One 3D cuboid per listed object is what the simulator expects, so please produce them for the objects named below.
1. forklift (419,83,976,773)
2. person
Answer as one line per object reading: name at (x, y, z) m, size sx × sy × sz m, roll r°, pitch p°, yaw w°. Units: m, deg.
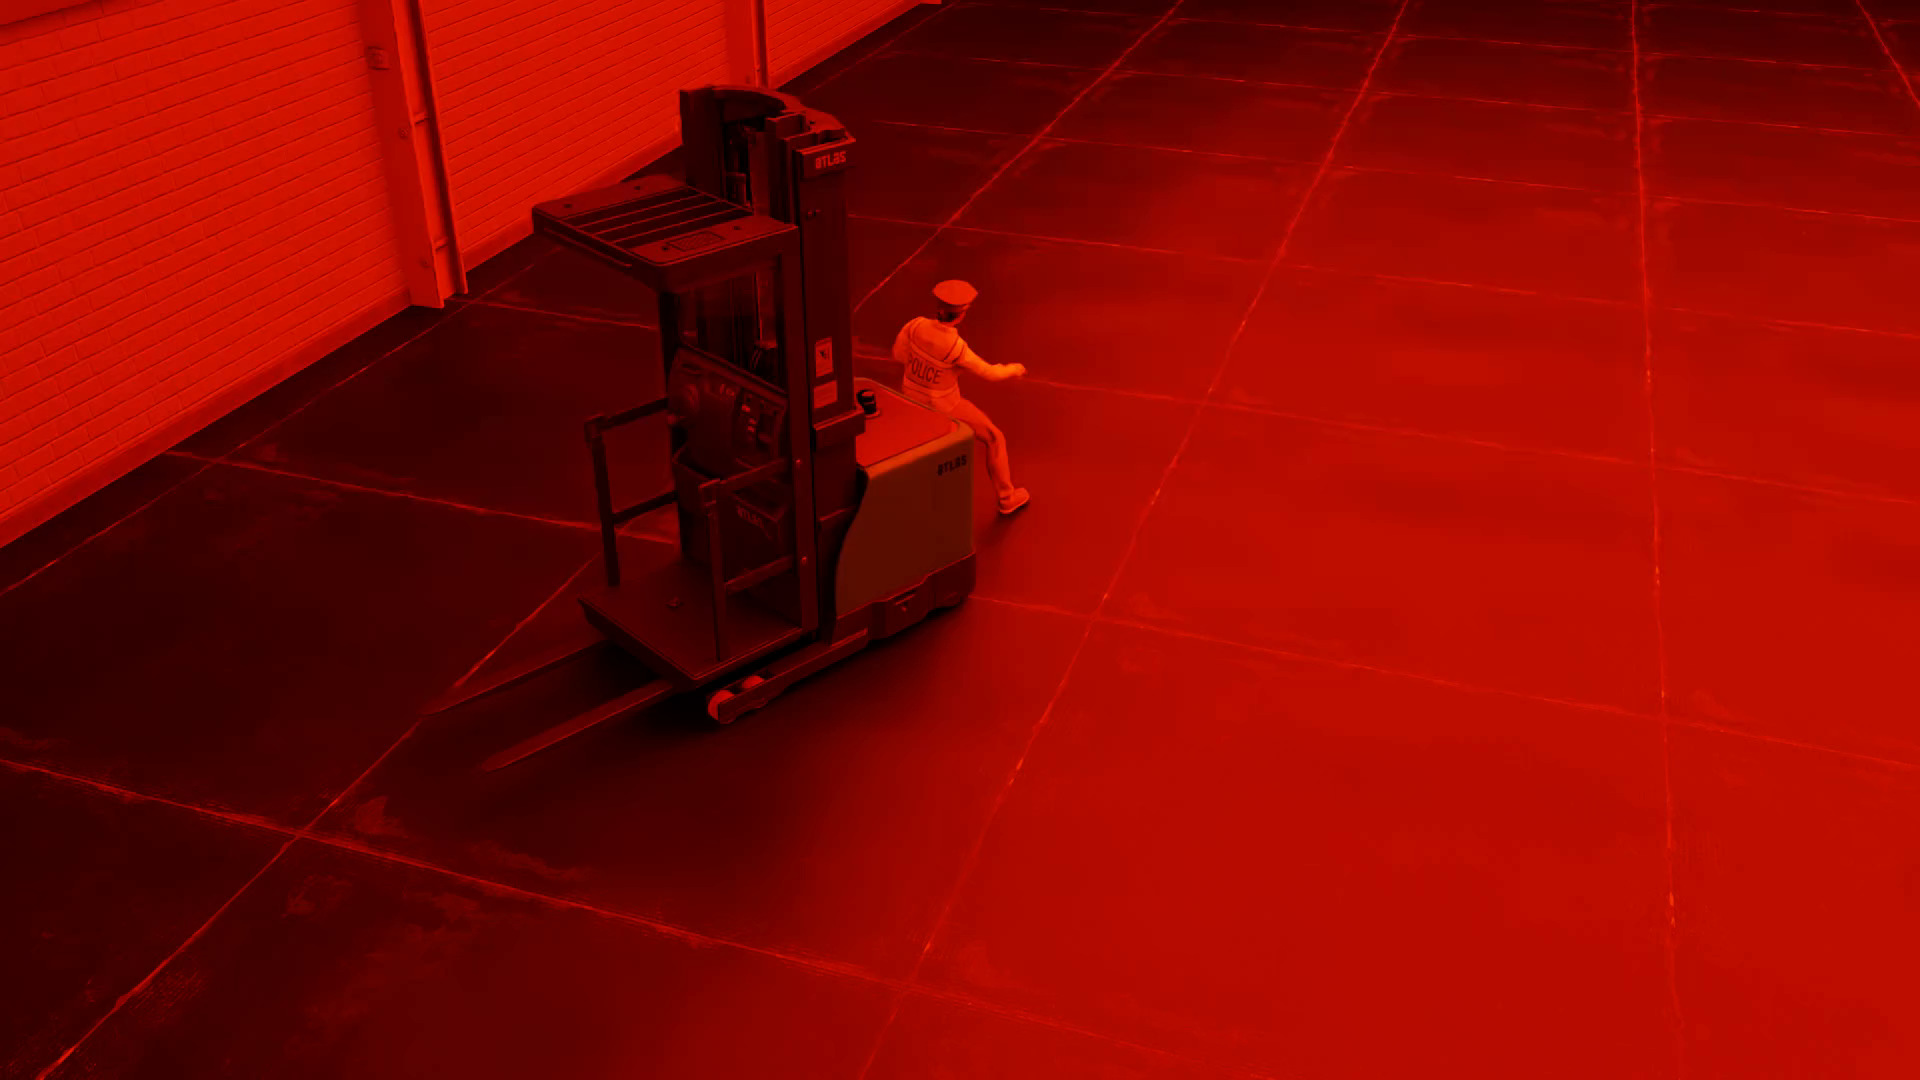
forklift at (-1.328, -0.631, 8.243) m, size 3.031 × 2.935 × 1.130 m, roll -25°, pitch 38°, yaw -36°
person at (0.024, -0.920, 10.197) m, size 0.770 × 1.486 × 0.696 m, roll 18°, pitch 34°, yaw 28°
